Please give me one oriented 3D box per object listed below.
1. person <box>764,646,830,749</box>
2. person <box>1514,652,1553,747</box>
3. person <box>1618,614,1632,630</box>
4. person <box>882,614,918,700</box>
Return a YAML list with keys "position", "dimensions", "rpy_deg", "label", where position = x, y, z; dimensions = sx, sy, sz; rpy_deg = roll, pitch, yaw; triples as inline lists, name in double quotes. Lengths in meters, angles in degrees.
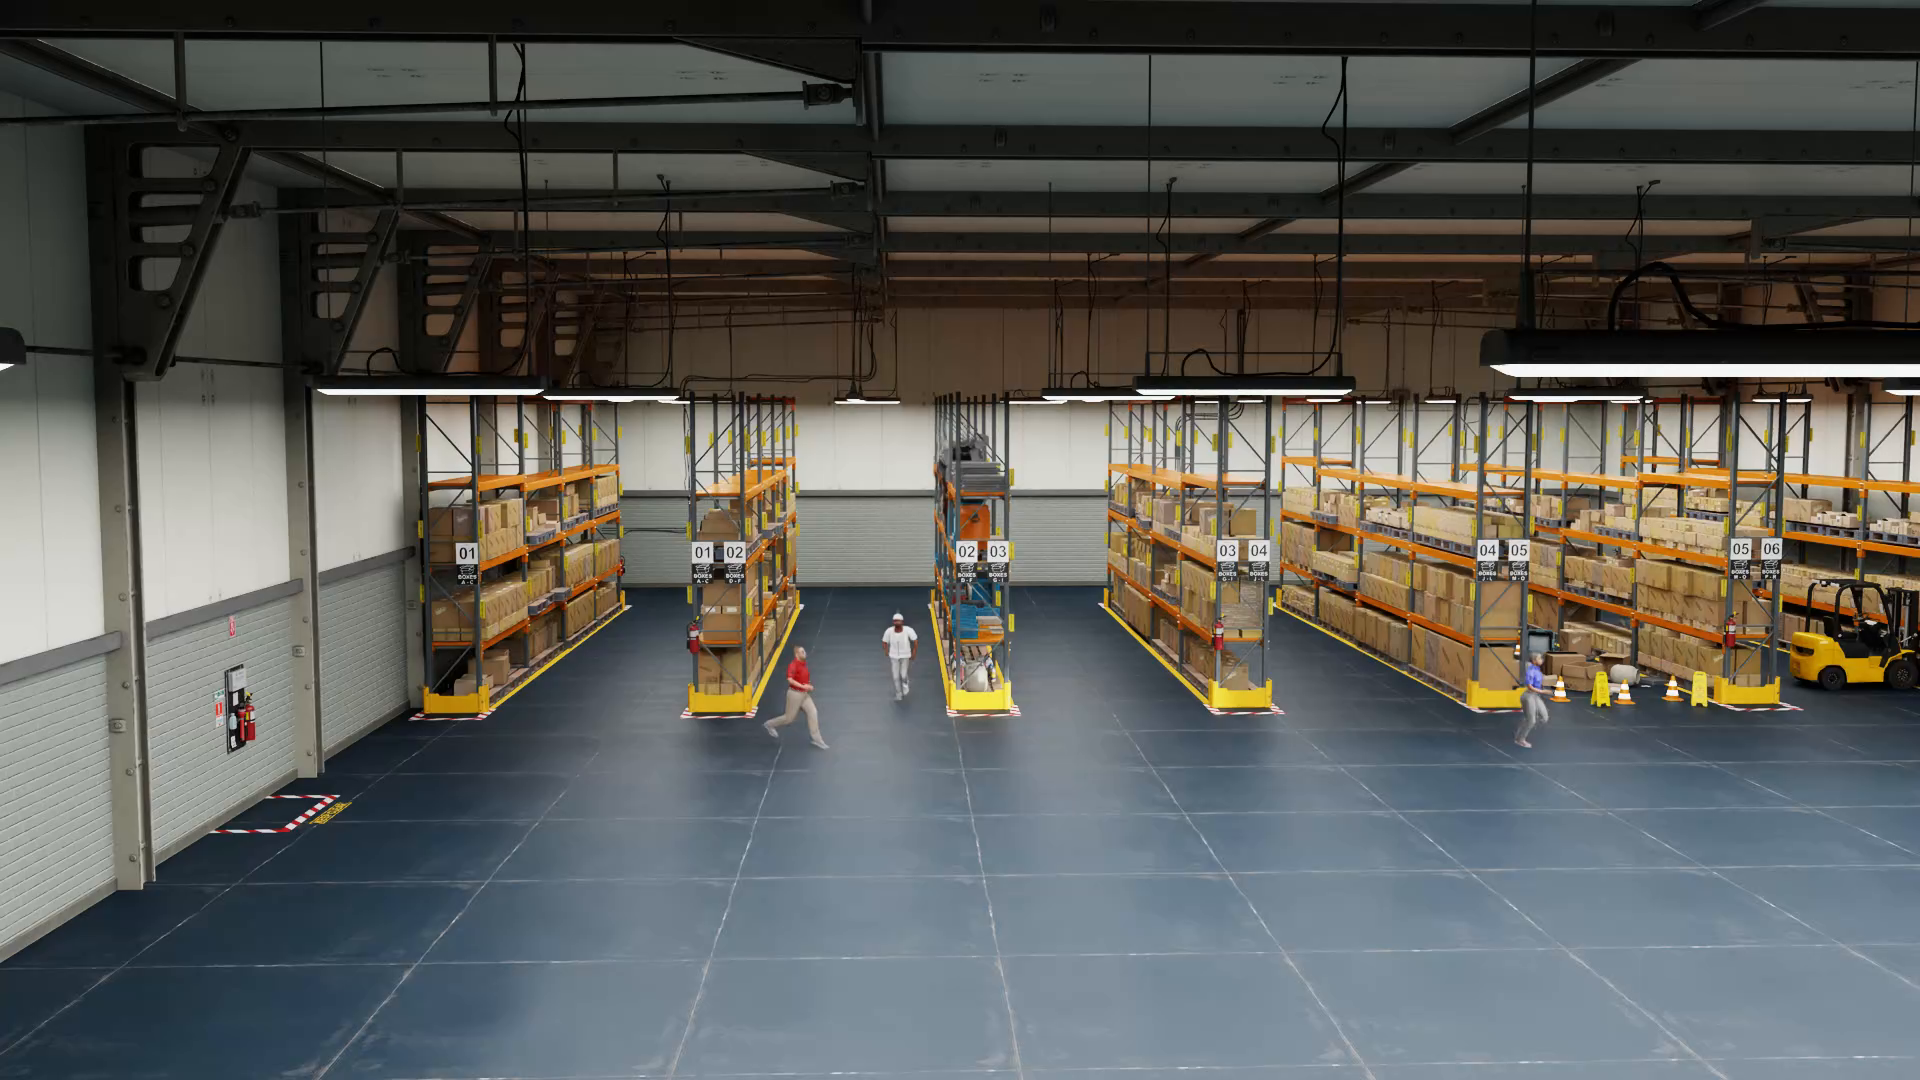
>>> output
- position: [-2.750, 2.649, 27.920]
  dimensions: [1.139, 1.740, 0.630]
  rpy_deg: [2, 5, 22]
  label: "person"
- position: [9.659, 2.681, 27.964]
  dimensions: [0.610, 1.624, 0.556]
  rpy_deg: [4, 6, 40]
  label: "person"
- position: [16.279, 1.634, 40.513]
  dimensions: [0.587, 1.655, 0.632]
  rpy_deg: [0, 5, -2]
  label: "person"
- position: [-1.177, 2.275, 32.287]
  dimensions: [0.693, 1.707, 0.621]
  rpy_deg: [1, 5, 7]
  label: "person"
